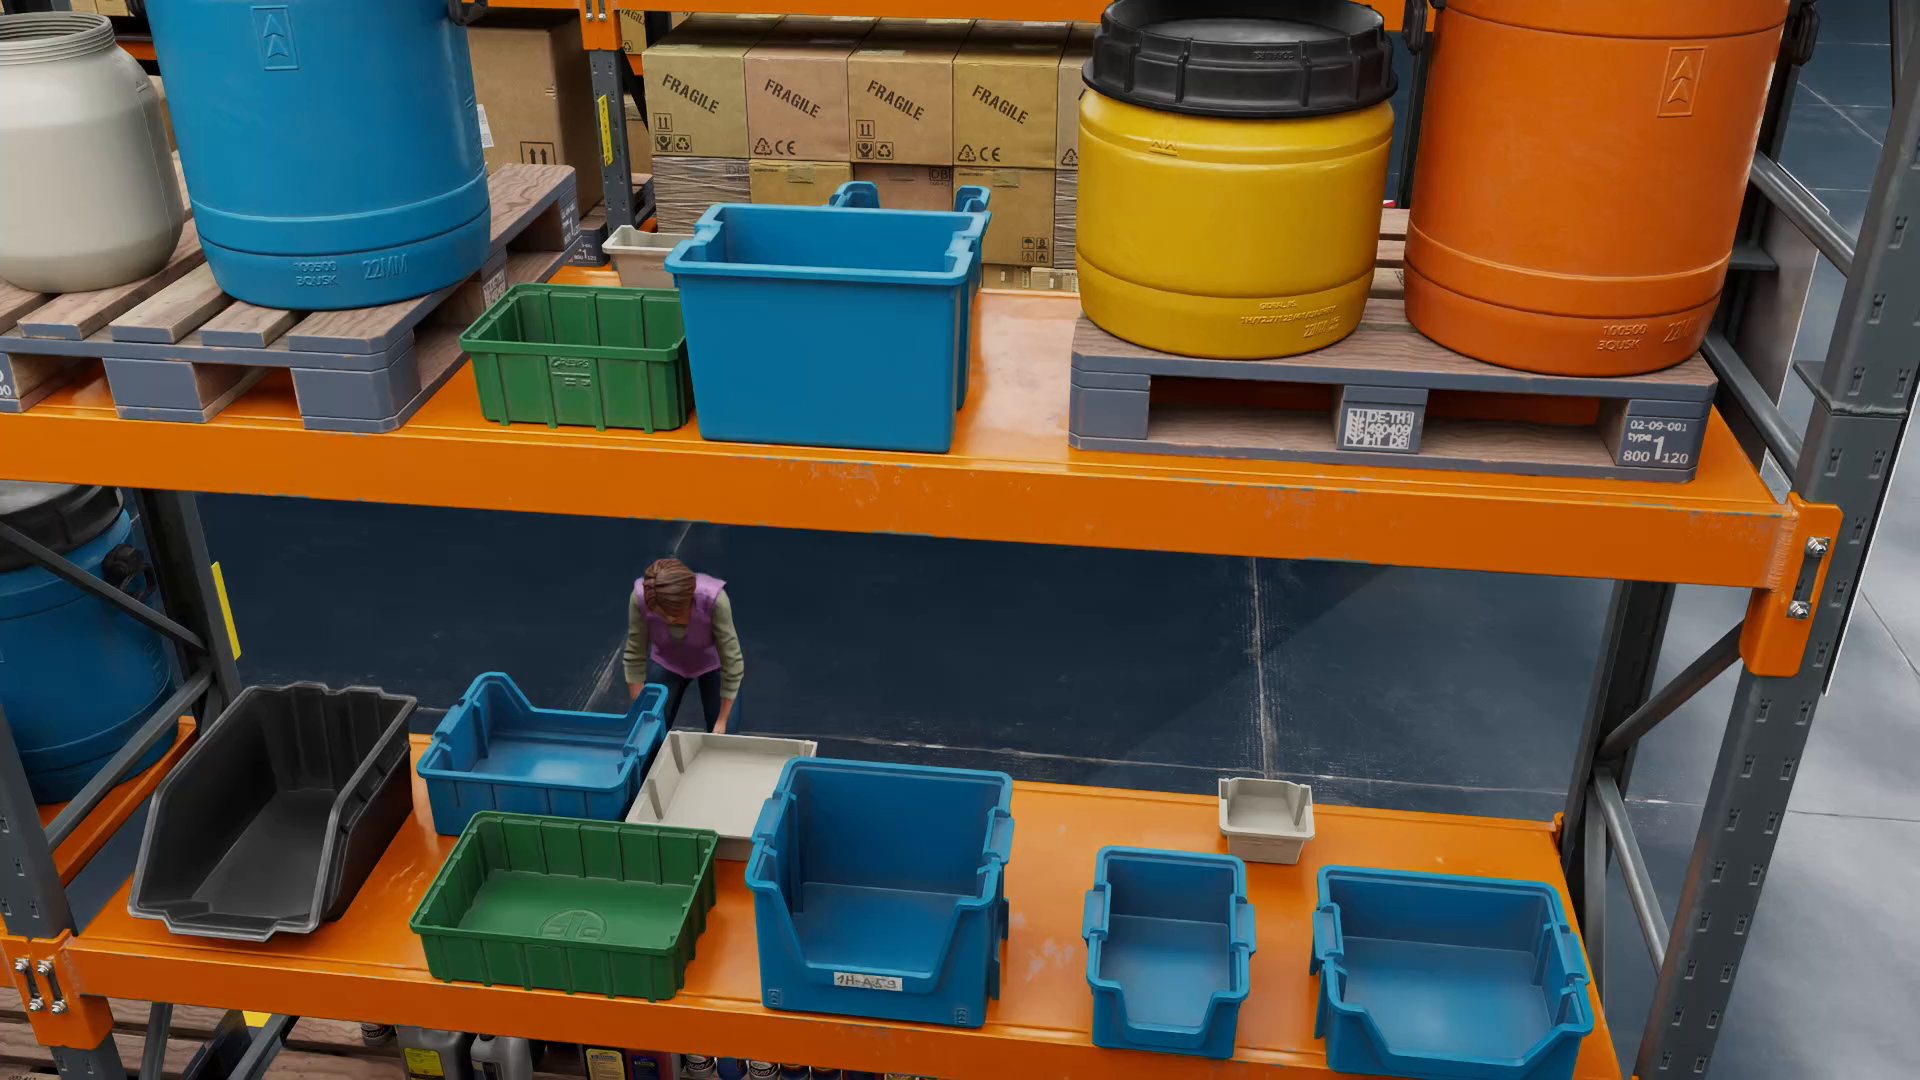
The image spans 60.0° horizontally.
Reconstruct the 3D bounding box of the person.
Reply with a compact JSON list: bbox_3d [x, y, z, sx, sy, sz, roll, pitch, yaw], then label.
[{"bbox_3d":[-1.026,0.574,6.401,0.462,1.305,0.626,4,29,6],"label":"person"}]
